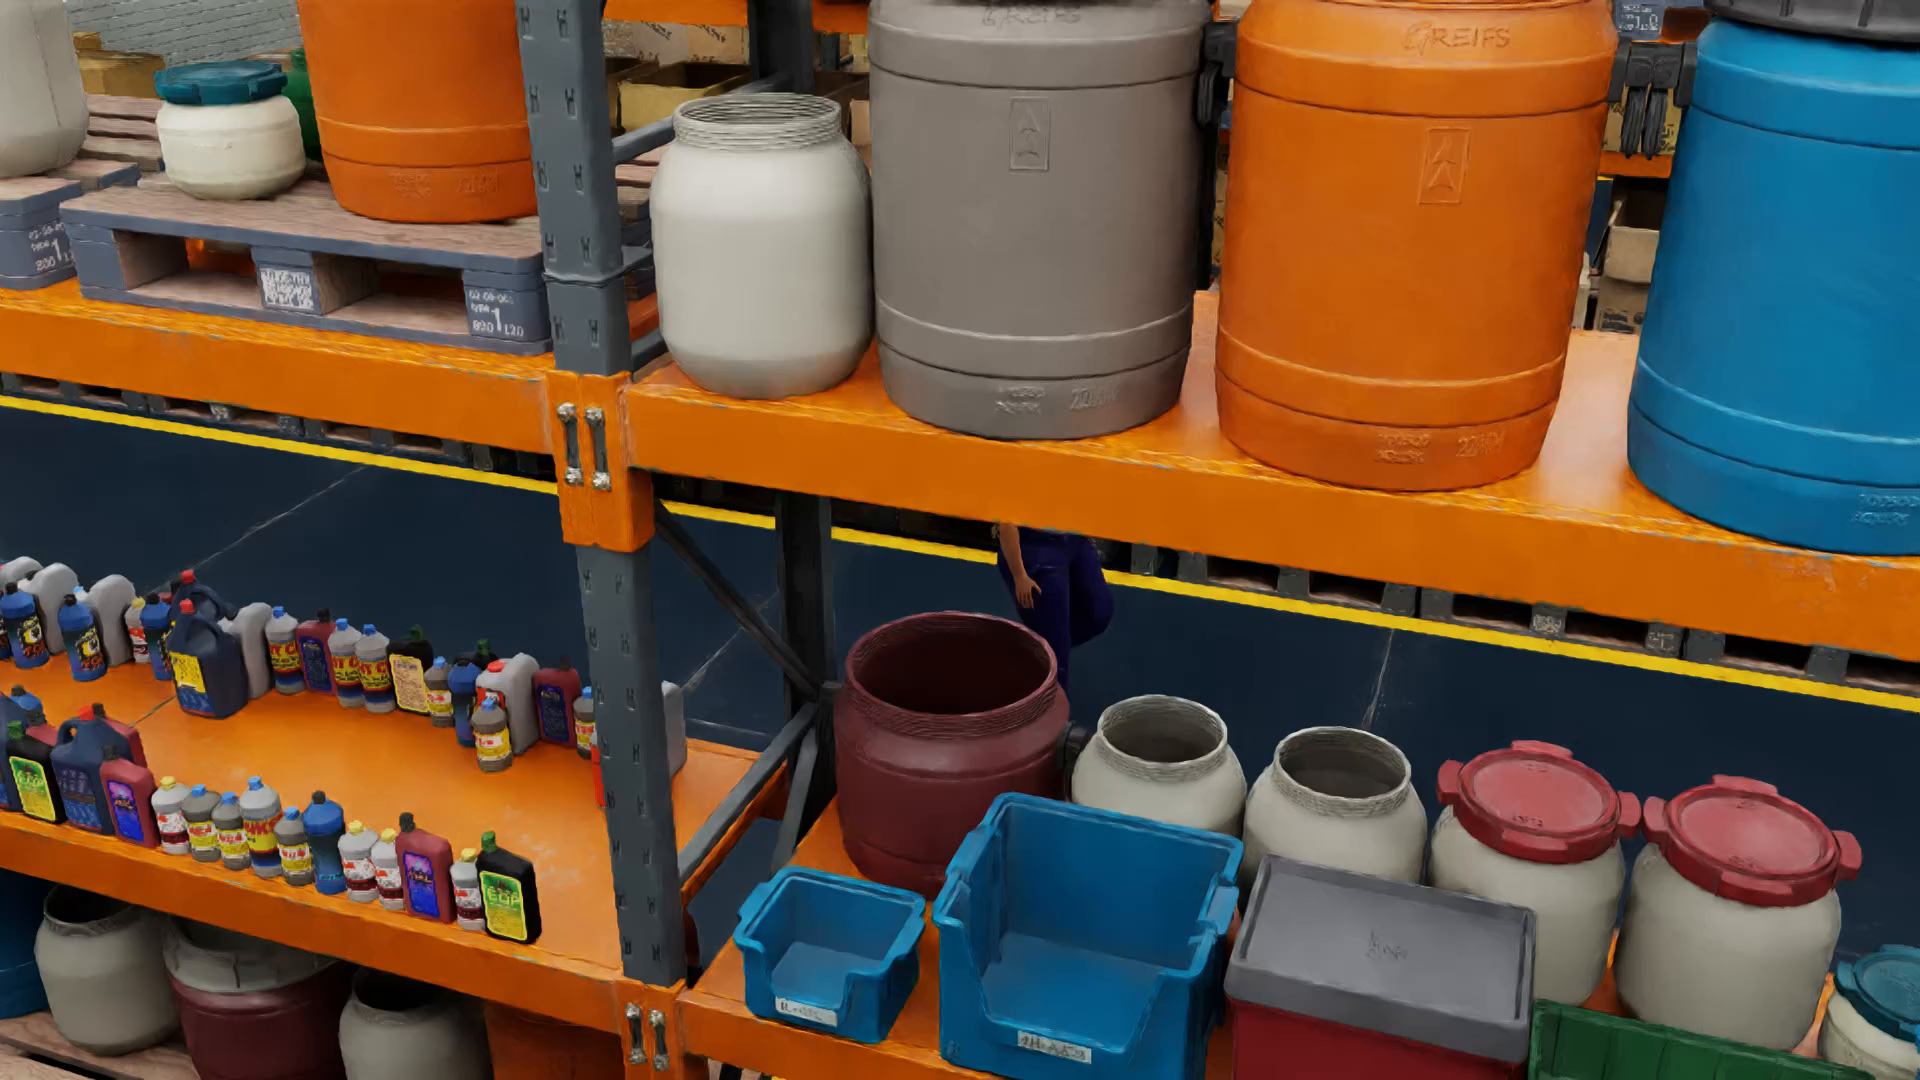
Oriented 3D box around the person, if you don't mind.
[{"bbox_3d":[0.404,0.171,6.996,0.533,1.444,0.496,14,29,27],"label":"person"}]
